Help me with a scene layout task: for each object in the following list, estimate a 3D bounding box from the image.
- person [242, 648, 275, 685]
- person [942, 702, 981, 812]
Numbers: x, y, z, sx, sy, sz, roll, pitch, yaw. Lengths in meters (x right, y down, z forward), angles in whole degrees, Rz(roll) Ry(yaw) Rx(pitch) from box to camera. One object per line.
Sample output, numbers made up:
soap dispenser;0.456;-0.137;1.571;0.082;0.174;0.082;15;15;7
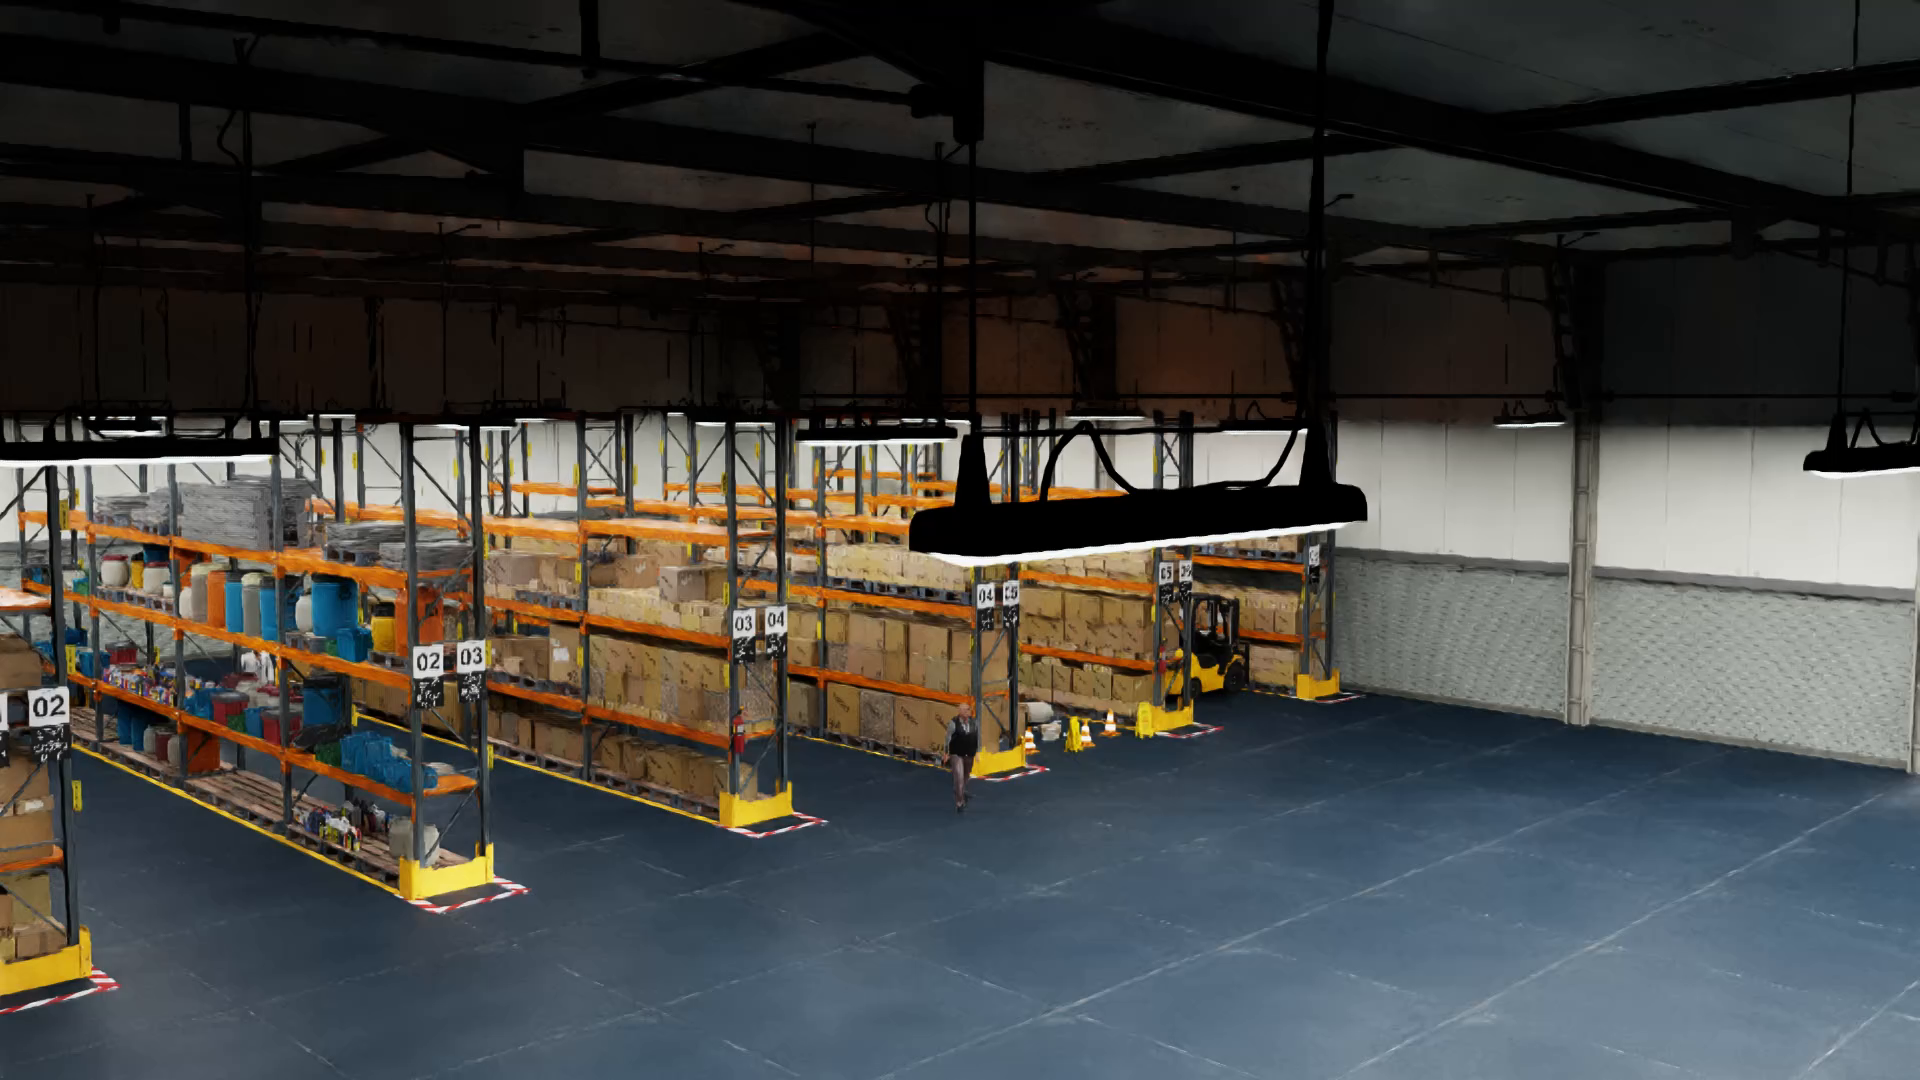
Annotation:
person;-13.374;2.831;31.514;0.546;1.545;0.729;5;7;43
person;0.044;3.292;25.529;0.574;1.666;0.960;-2;5;-23
